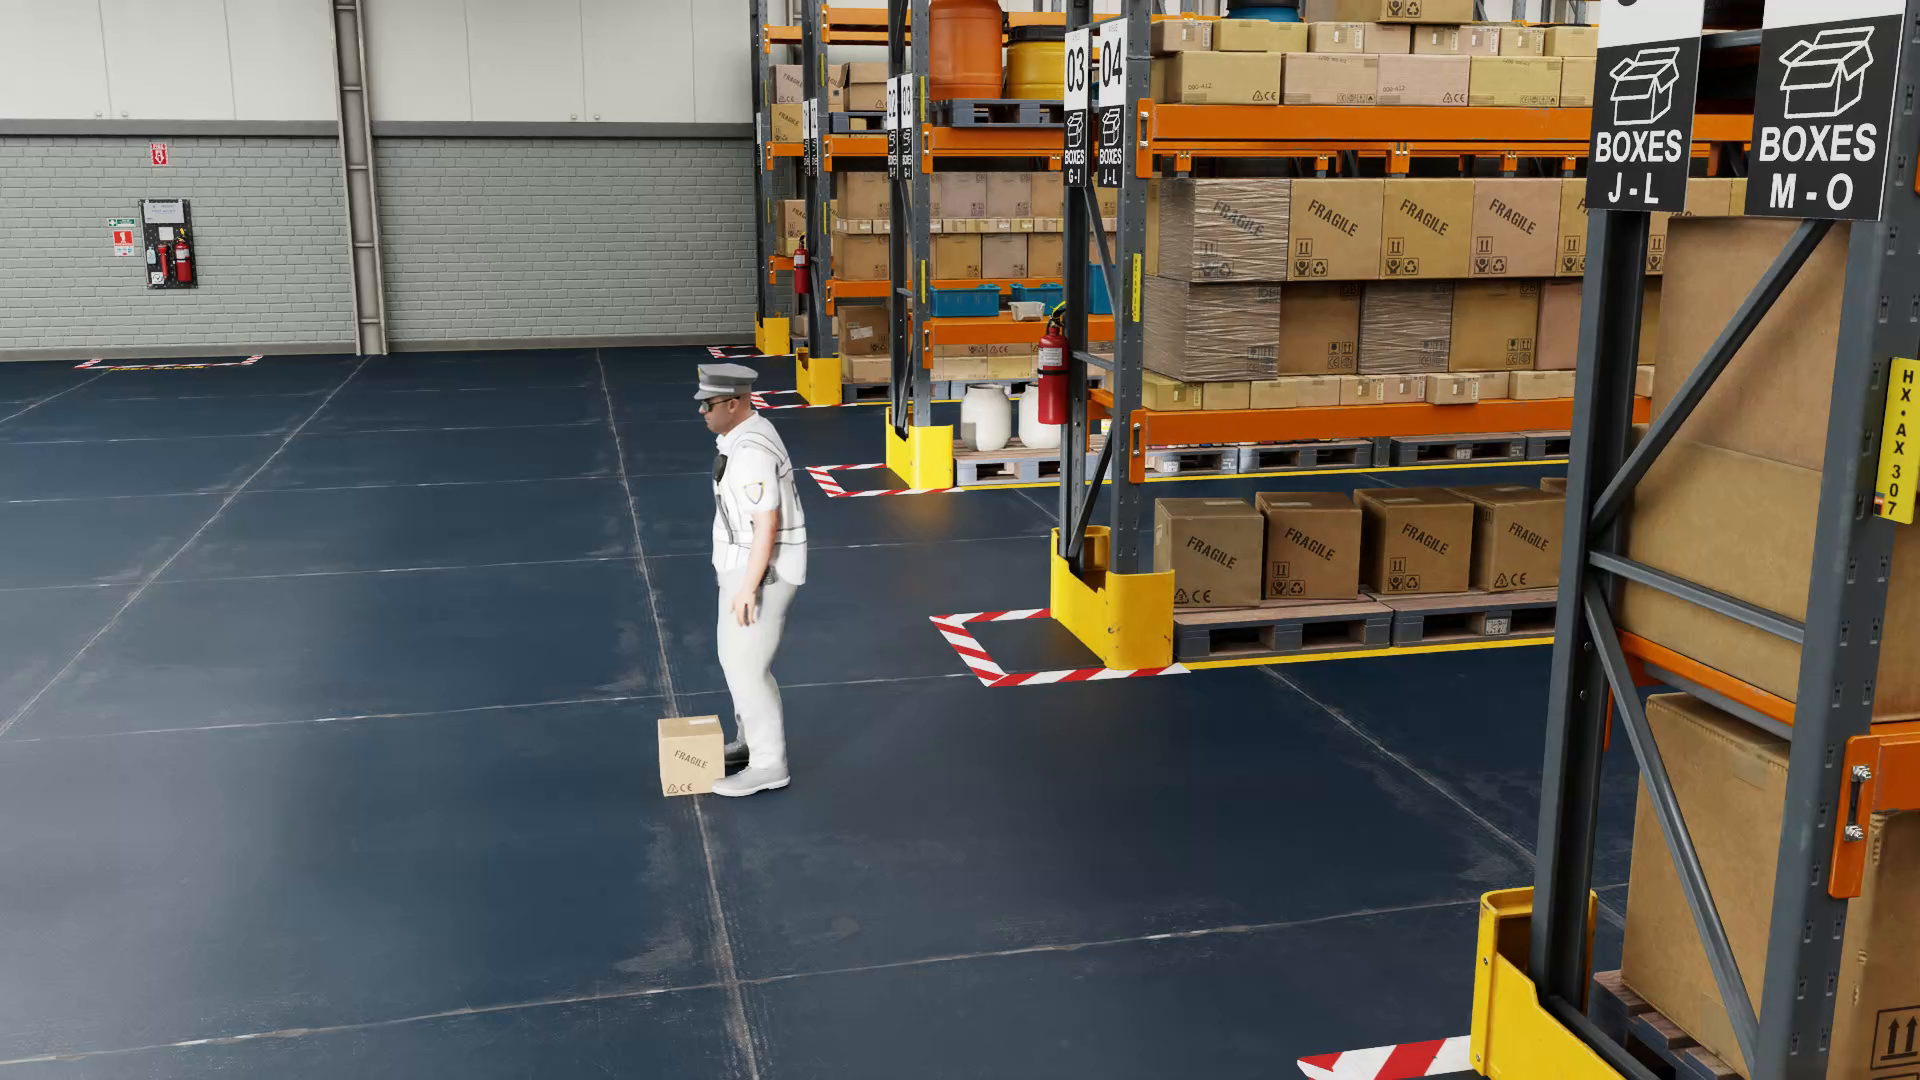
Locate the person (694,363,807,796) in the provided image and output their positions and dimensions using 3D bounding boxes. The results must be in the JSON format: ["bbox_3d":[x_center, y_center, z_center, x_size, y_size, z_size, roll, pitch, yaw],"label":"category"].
[{"bbox_3d":[-0.852,0.145,6.815,0.438,1.748,0.587,-3,13,-13],"label":"person"}]
